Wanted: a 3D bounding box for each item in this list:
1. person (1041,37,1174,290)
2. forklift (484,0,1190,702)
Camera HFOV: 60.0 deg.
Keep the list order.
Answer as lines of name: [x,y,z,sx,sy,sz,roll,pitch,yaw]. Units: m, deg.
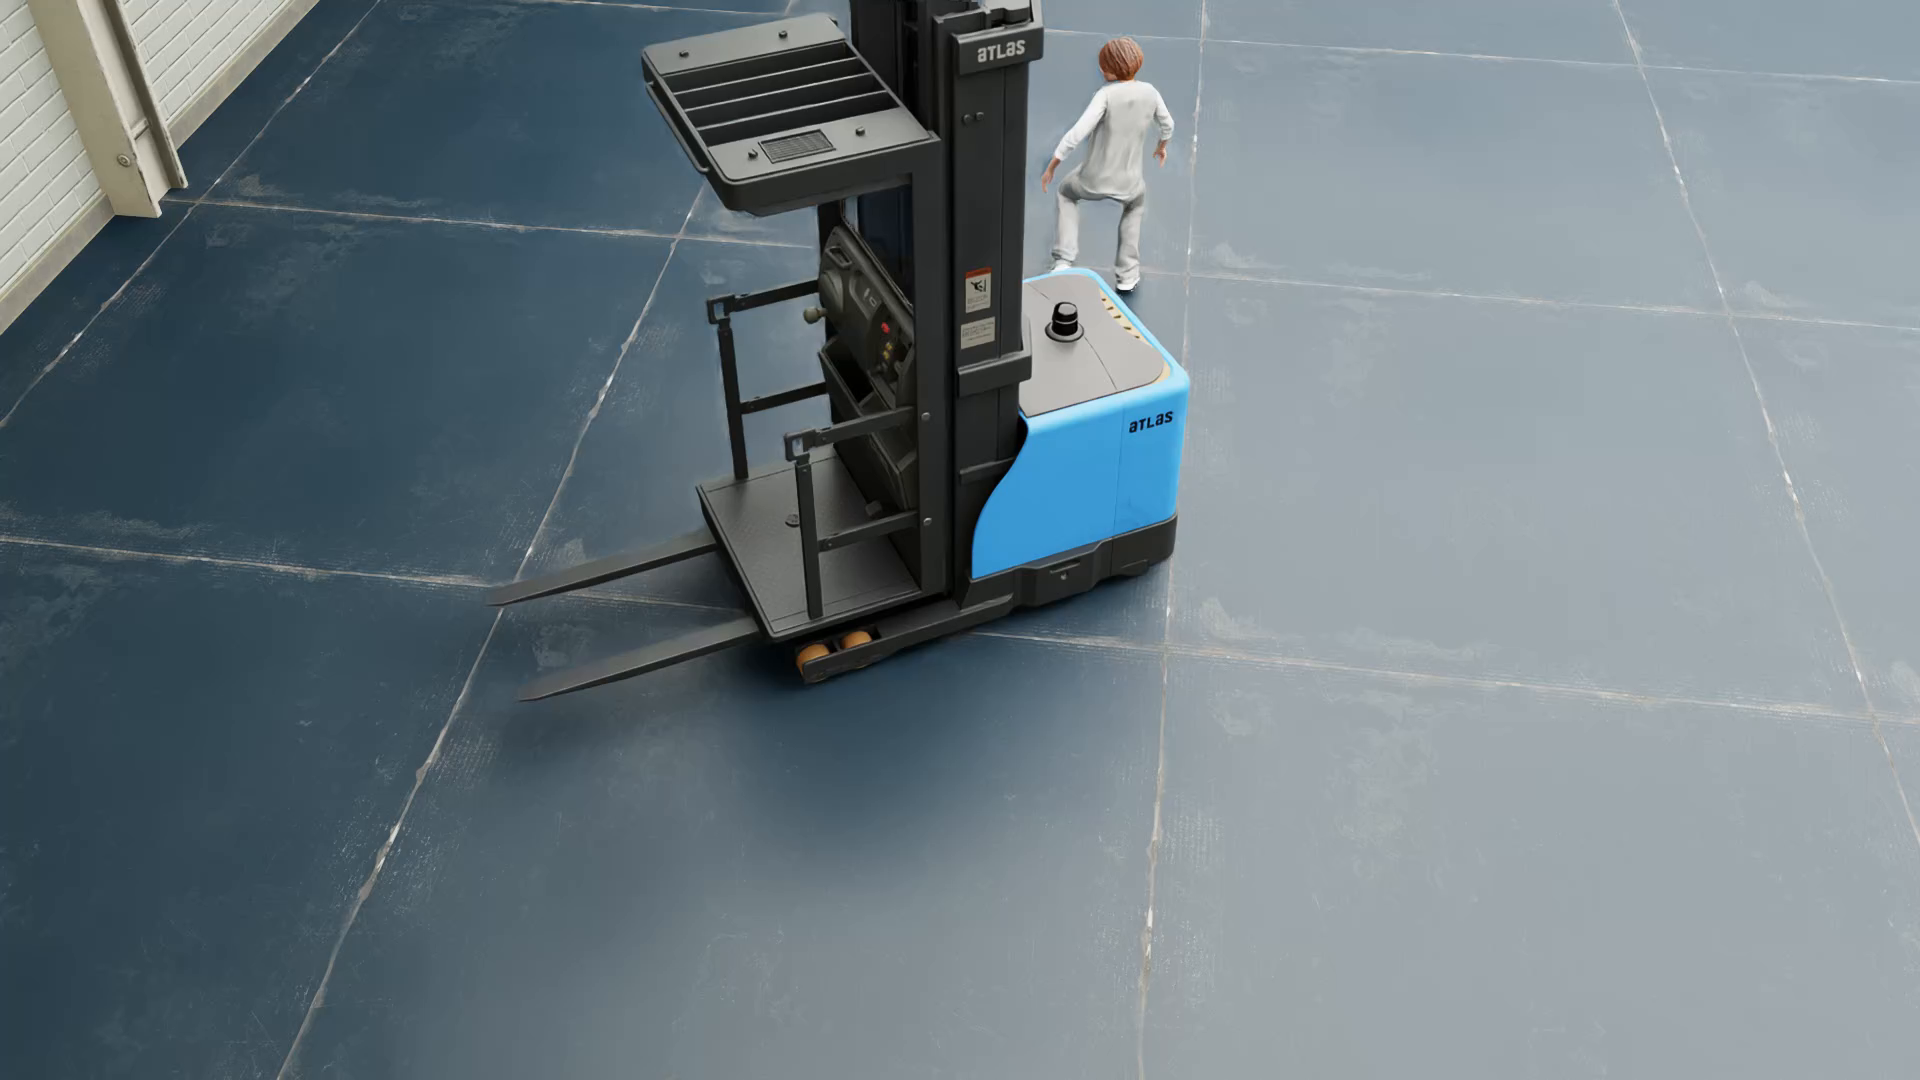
person: [0.786,-1.997,8.989,0.742,1.493,0.474,-4,43,-4]
forklift: [-0.566,-0.872,6.674,3.031,2.935,1.130,-17,45,-17]
